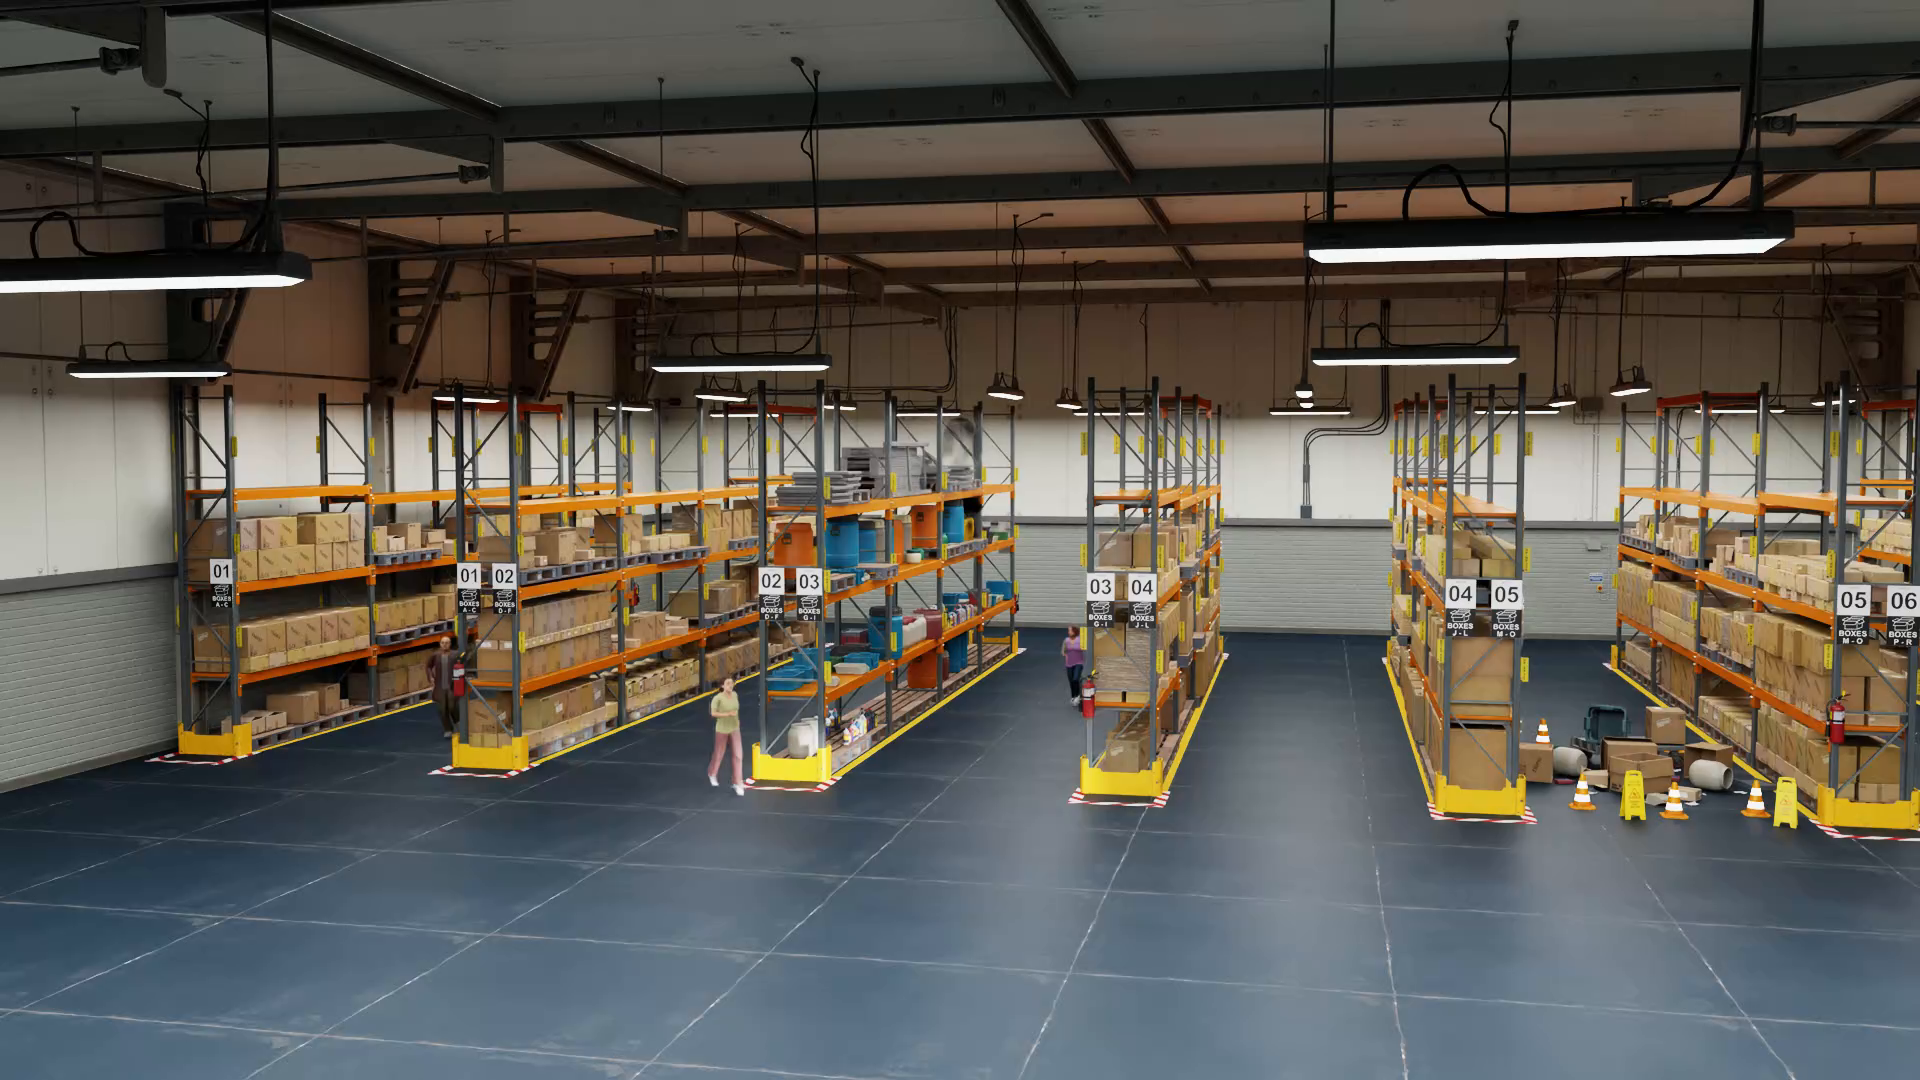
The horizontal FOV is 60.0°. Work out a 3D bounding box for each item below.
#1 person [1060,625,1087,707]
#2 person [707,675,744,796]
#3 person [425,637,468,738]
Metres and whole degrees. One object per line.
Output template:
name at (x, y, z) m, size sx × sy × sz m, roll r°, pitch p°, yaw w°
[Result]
person at (2.212, 2.411, 31.893) m, size 0.548 × 1.560 × 0.793 m, roll 1°, pitch 3°, yaw 21°
person at (-3.404, 2.795, 24.107) m, size 0.554 × 1.697 × 0.909 m, roll -2°, pitch 4°, yaw -35°
person at (-8.860, 2.528, 28.668) m, size 0.713 × 1.740 × 0.638 m, roll 0°, pitch 3°, yaw -4°
